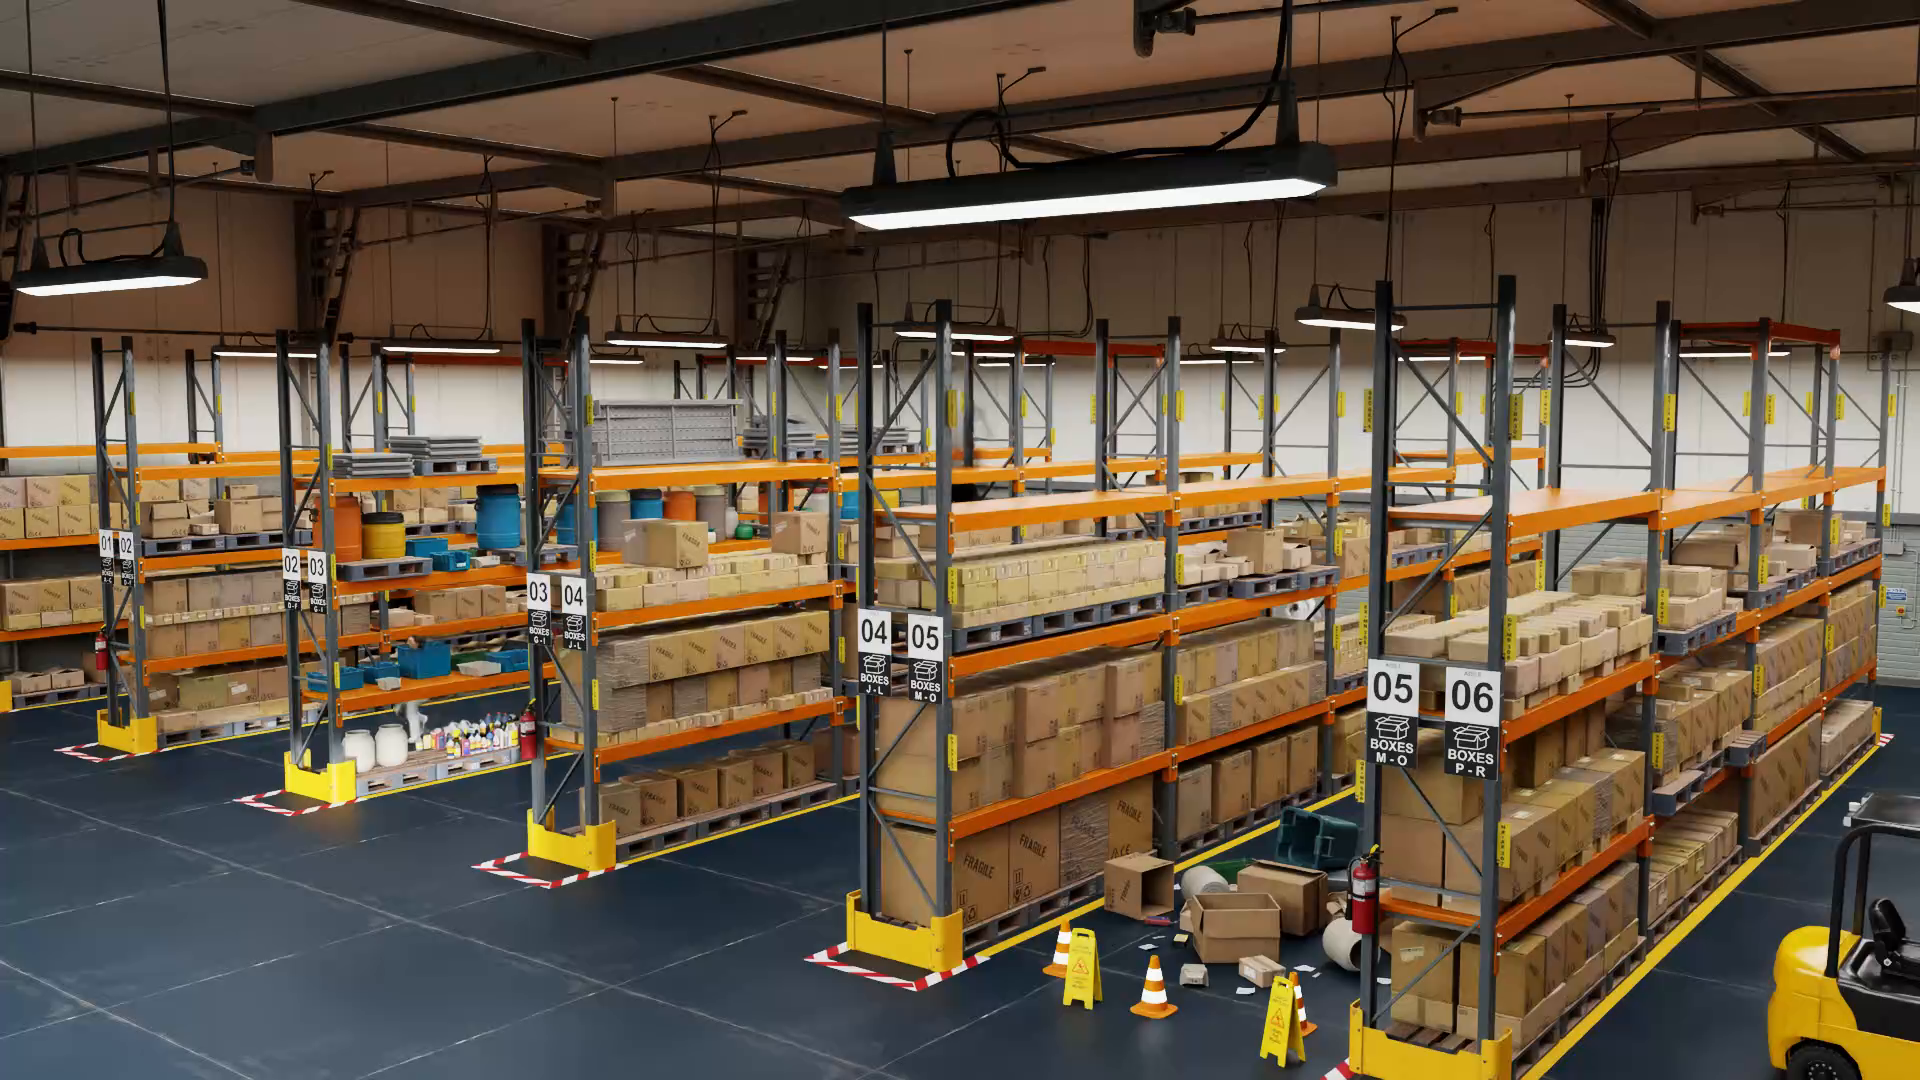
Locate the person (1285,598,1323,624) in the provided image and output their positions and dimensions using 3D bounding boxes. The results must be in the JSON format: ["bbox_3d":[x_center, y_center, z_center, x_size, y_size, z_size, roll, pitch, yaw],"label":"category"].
[{"bbox_3d":[6.482,1.610,31.087,0.719,1.721,0.533,-2,5,-22],"label":"person"}]

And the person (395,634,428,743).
[{"bbox_3d":[-8.101,2.203,24.699,0.546,1.624,0.554,3,6,30],"label":"person"}]
